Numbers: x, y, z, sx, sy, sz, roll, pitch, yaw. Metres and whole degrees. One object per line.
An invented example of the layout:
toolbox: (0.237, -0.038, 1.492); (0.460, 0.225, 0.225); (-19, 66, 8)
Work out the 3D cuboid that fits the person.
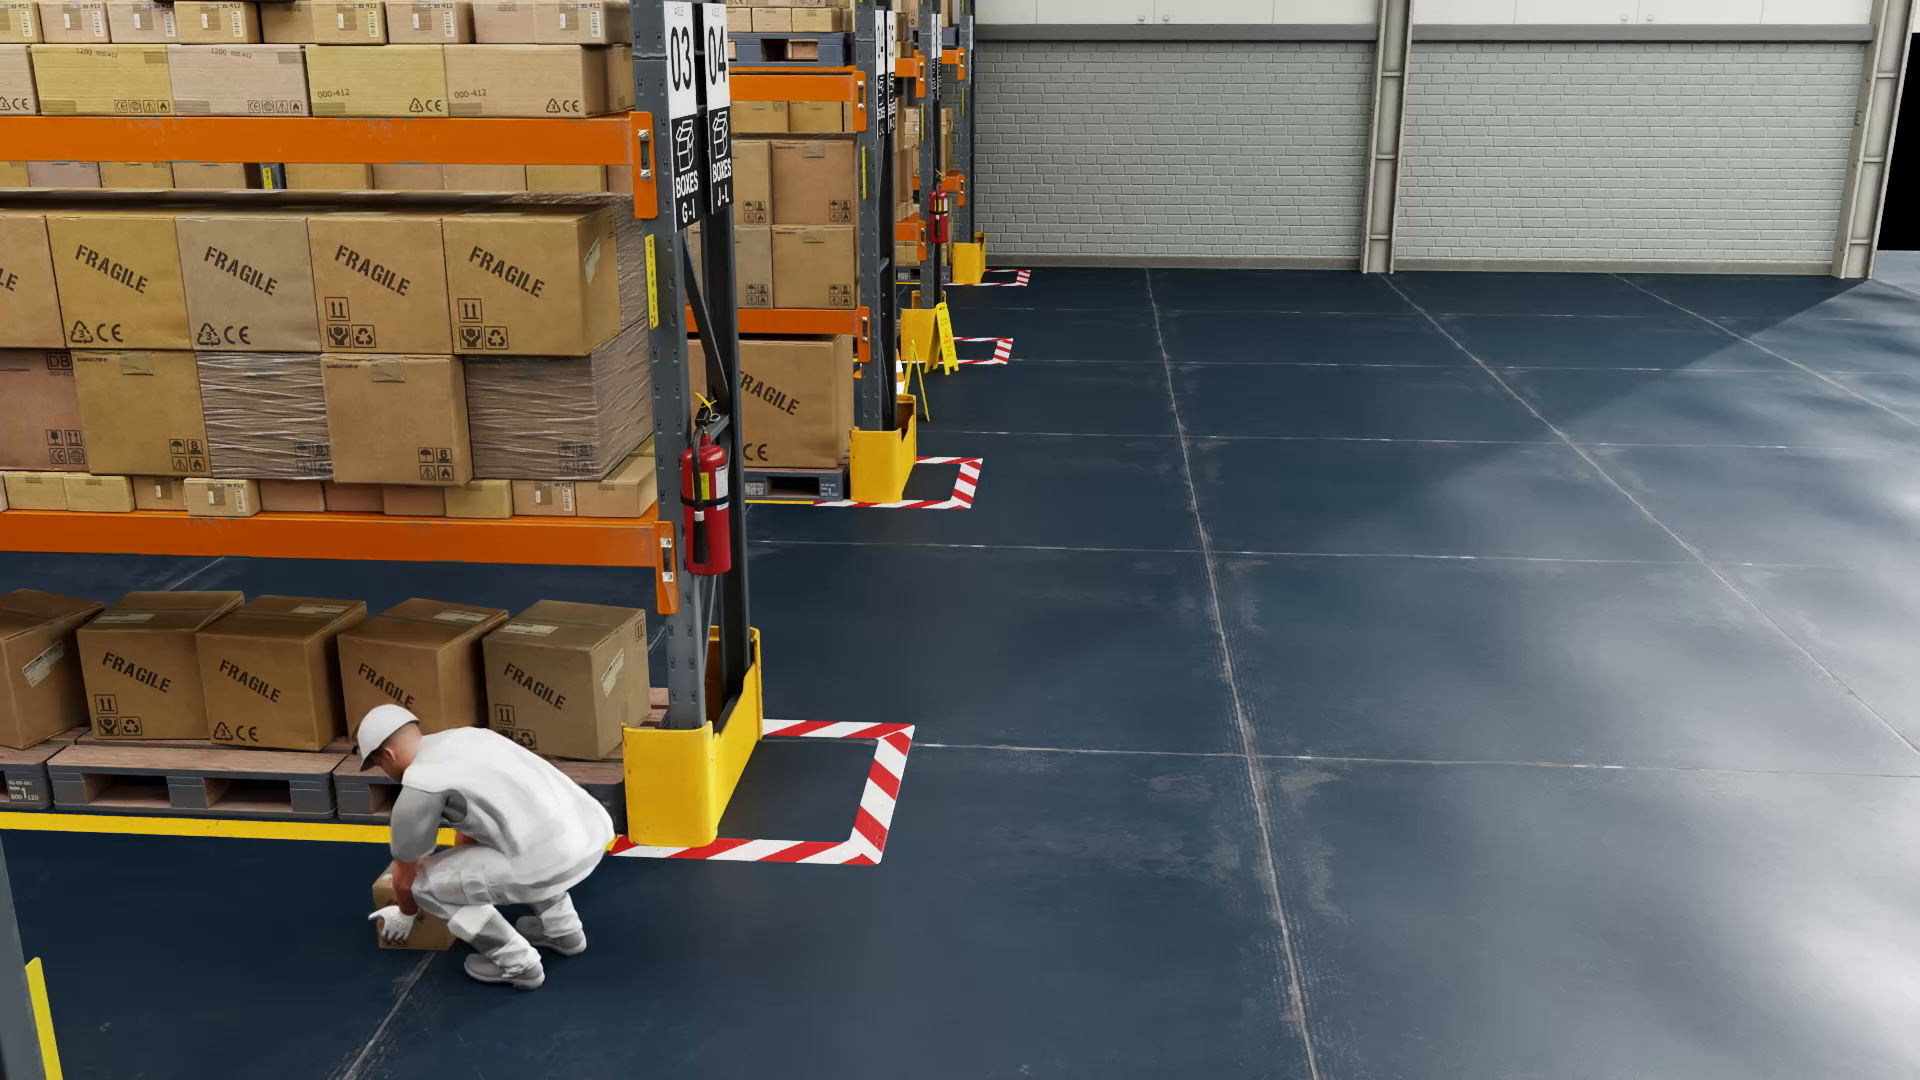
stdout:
person: (-1.642, 1.027, 5.705); (0.904, 0.907, 0.569); (8, 19, 24)
